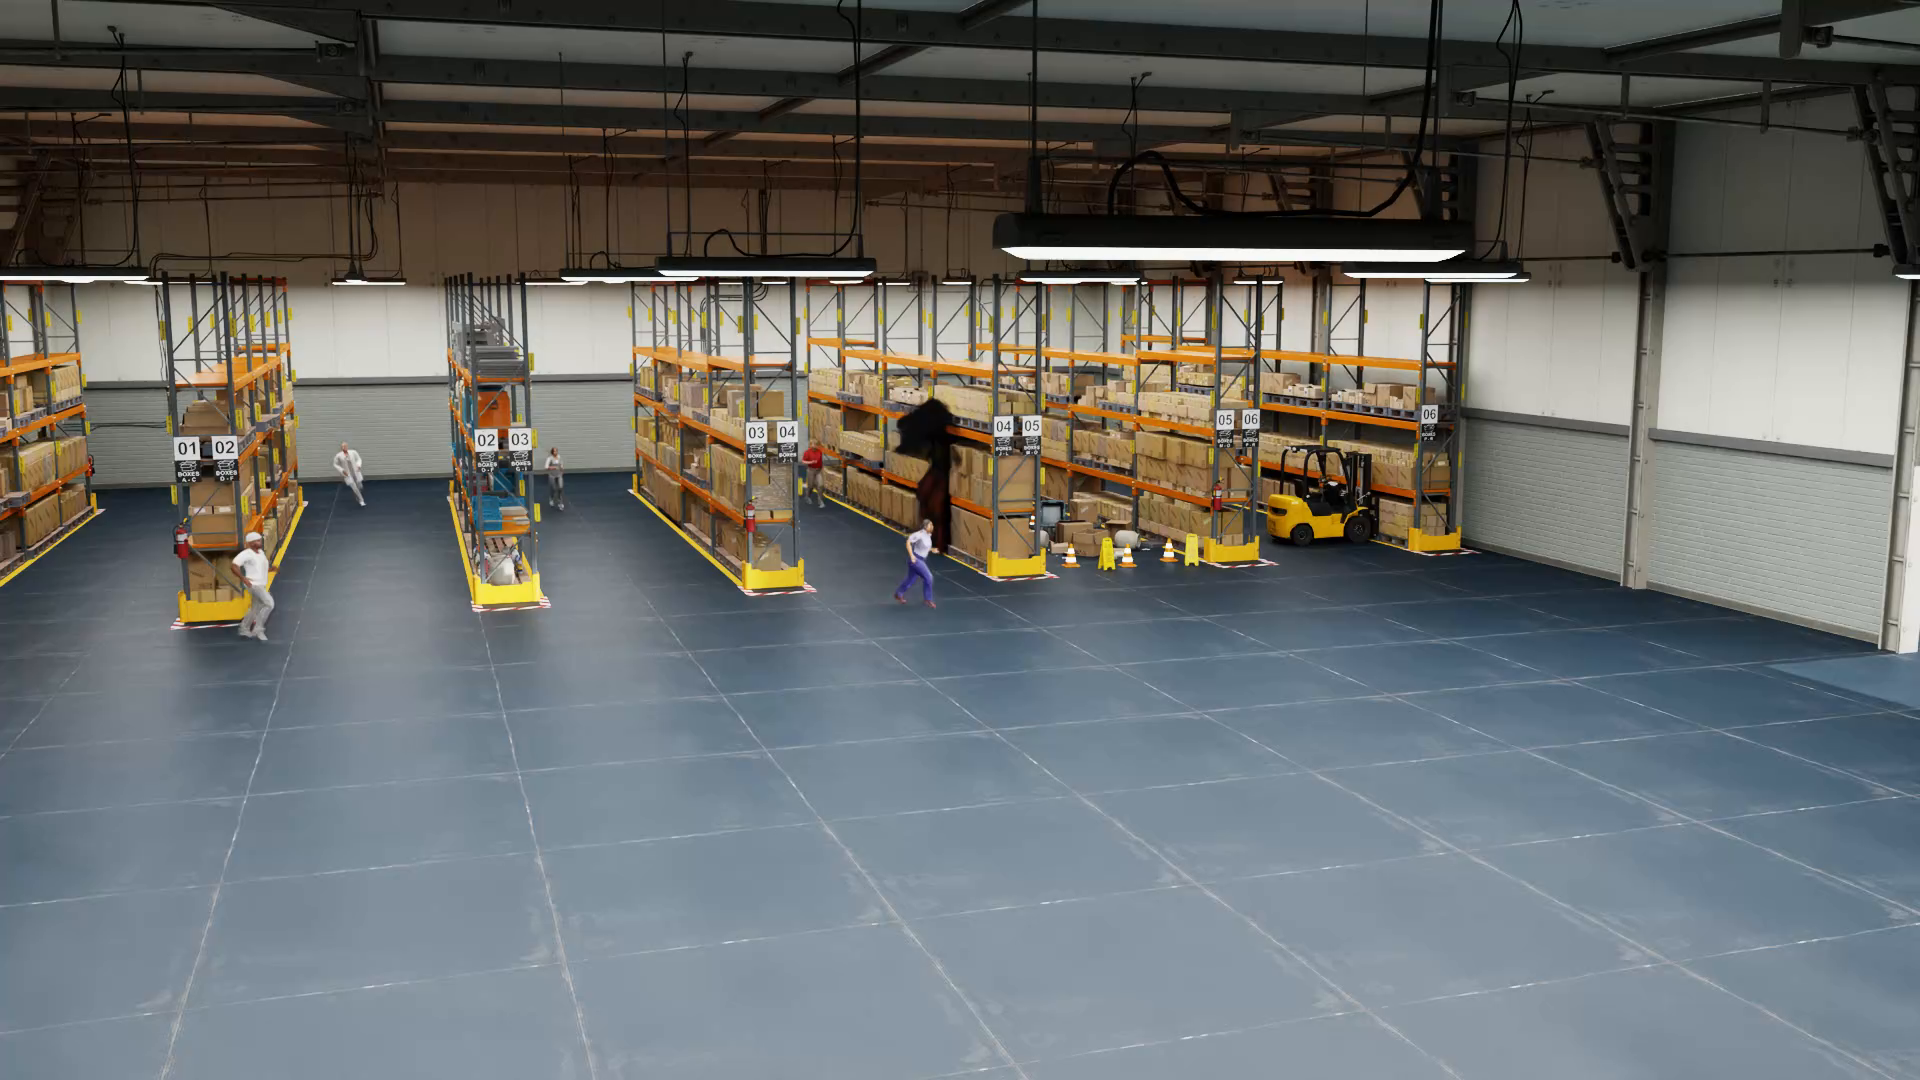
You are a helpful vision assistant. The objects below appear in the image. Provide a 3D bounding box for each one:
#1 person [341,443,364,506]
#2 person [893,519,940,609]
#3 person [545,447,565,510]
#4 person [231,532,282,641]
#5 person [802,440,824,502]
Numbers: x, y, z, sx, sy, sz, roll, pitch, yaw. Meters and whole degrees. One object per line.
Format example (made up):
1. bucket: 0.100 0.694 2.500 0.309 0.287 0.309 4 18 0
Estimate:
1. person: -16.225 -1.759 44.155 0.729 1.690 0.682 -5 10 -32
2. person: -0.810 0.440 30.037 0.907 1.616 0.597 2 9 16
3. person: -10.591 -1.617 43.435 0.532 1.613 0.757 -5 10 -30
4. person: -11.505 0.769 27.238 0.737 1.802 0.672 0 9 -2
5. person: -3.852 -1.818 43.825 0.654 1.617 0.800 -4 10 -26
